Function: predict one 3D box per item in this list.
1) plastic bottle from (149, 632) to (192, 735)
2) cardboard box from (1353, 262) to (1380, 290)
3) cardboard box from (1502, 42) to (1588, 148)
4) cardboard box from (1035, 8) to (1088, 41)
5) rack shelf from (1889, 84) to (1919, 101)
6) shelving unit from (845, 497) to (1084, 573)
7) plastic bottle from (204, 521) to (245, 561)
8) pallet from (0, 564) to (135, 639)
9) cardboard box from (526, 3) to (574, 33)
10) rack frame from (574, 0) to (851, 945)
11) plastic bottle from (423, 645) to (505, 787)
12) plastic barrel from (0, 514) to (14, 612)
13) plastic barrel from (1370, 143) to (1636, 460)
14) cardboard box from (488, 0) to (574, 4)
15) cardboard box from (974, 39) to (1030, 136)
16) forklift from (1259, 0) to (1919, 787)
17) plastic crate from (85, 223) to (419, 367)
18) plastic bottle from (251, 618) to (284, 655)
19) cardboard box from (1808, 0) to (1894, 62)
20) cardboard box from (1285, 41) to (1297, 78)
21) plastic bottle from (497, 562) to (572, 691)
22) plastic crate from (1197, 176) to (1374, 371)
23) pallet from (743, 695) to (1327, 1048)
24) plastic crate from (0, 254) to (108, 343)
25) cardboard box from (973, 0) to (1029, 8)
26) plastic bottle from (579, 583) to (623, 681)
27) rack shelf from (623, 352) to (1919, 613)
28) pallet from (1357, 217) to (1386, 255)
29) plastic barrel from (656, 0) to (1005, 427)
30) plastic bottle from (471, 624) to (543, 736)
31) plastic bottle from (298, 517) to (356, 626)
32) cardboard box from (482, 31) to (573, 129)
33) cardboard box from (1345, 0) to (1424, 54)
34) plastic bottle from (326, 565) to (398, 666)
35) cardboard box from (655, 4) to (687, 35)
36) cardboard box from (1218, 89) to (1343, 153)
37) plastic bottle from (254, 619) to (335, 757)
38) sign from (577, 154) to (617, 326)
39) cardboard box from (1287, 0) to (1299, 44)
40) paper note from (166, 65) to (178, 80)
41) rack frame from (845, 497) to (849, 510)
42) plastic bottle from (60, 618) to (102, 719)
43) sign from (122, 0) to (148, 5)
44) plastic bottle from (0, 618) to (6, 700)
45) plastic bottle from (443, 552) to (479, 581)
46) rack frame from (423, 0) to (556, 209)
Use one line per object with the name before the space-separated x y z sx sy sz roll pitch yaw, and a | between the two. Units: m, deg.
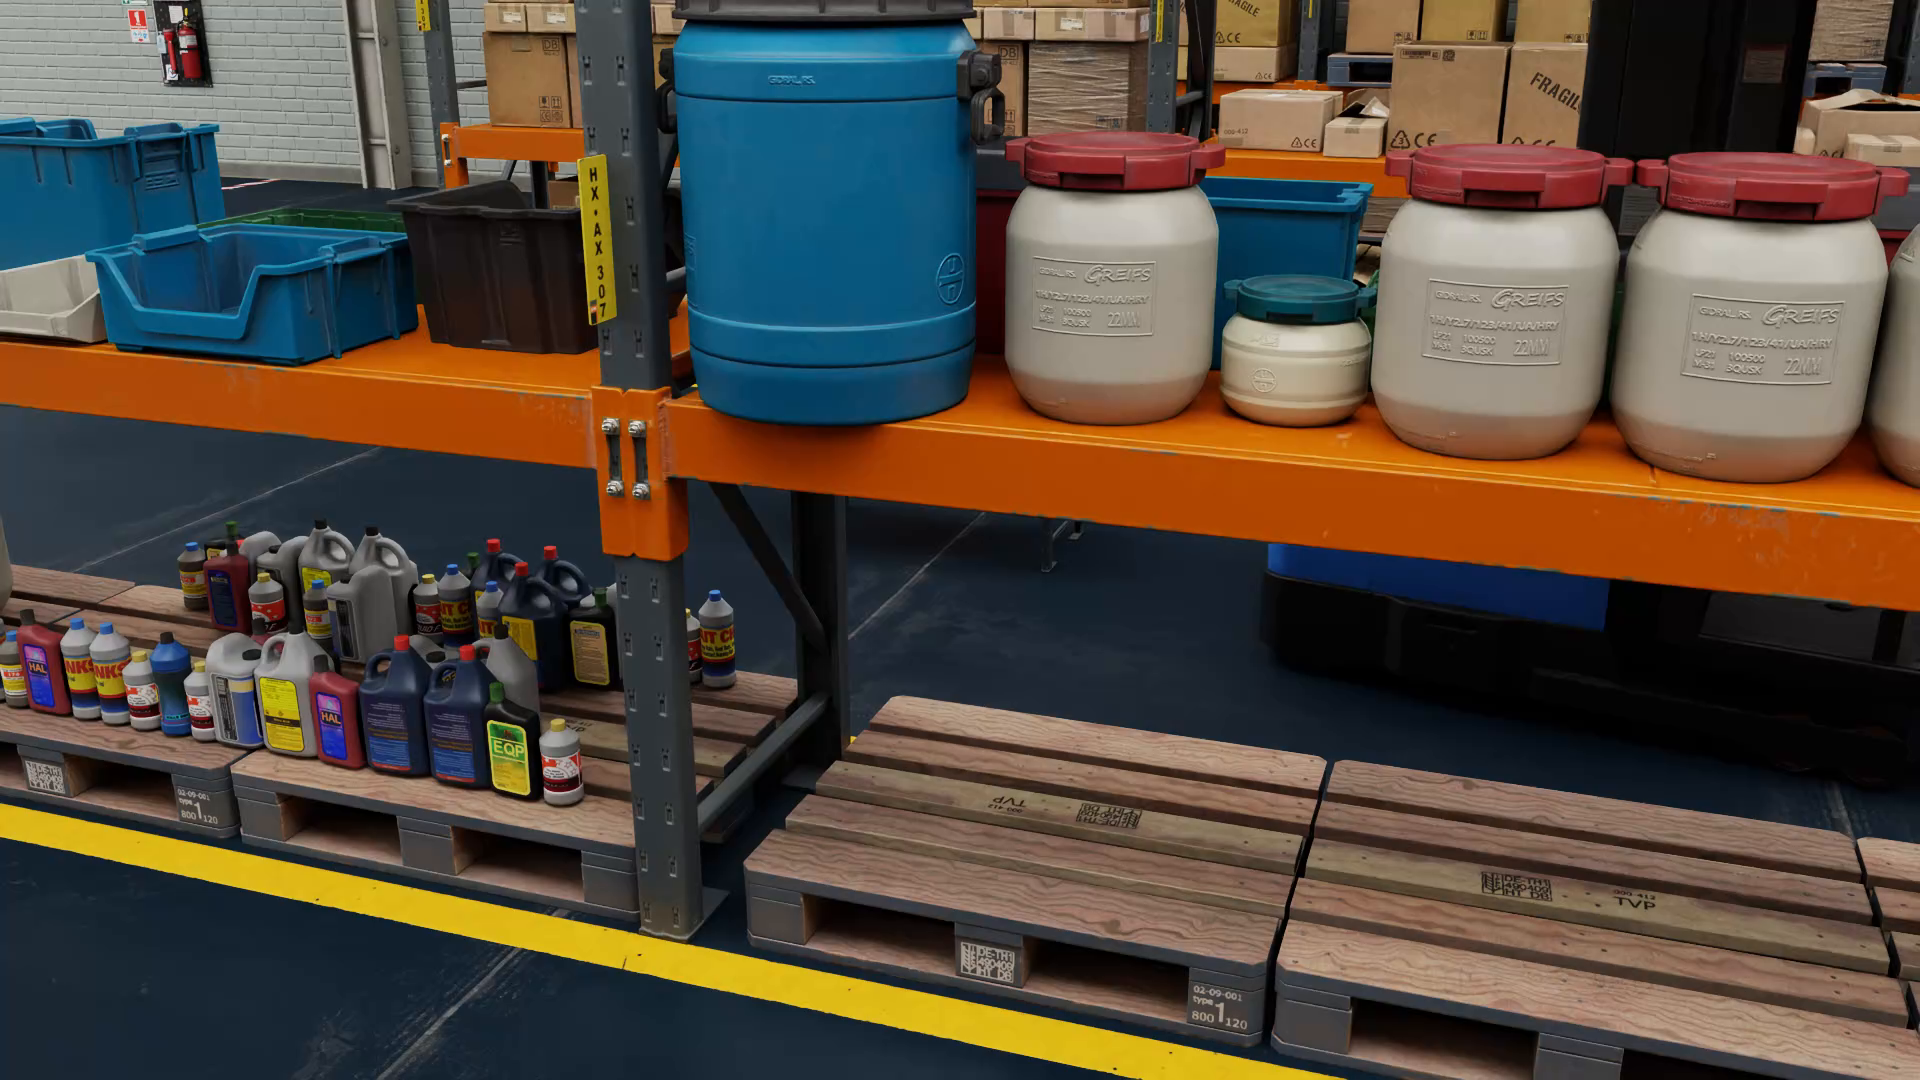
plastic bottle | -2.089 0.375 4.420 0.097 0.271 0.097 0 19 0
cardboard box | 1.878 -1.162 8.041 0.500 0.311 0.500 6 20 17
cardboard box | 2.789 -2.024 7.673 0.500 0.500 0.500 7 20 18
cardboard box | 0.539 -2.519 8.109 0.250 0.149 0.380 6 20 17
rack shelf | 8.388 -2.728 10.939 4.000 0.370 1.077 7 20 18
shelving unit | -0.081 -0.717 6.356 1.048 1.500 0.538 7 20 18
plastic bottle | -2.314 0.076 5.259 0.133 0.283 0.061 7 20 19
pallet | -3.456 0.332 5.304 1.213 0.211 1.003 7 20 18
cardboard box | -2.130 -2.824 8.984 0.250 0.149 0.380 6 20 17
rack frame | -0.530 -0.636 3.843 0.127 3.000 1.000 7 20 18
plastic bottle | -1.233 0.427 4.149 0.185 0.351 0.144 6 20 17
plastic barrel | -3.189 0.010 5.132 0.421 0.512 0.421 0 19 0
plastic barrel | 0.994 -0.449 3.101 0.433 0.535 0.433 0 19 0
cardboard box | -2.193 -3.207 9.097 0.500 0.500 0.700 7 20 18
cardboard box | 0.177 -2.324 8.533 0.500 0.500 0.700 6 20 17
forklift | 2.523 -0.899 4.702 3.031 2.935 1.130 10 22 27
plastic crate | -1.665 -0.601 3.968 0.616 0.251 0.499 7 20 18
plastic bottle | -1.838 0.352 4.469 0.133 0.283 0.061 7 20 18
cardboard box | 6.052 -3.587 11.488 0.500 0.500 0.700 4 20 12
cardboard box | 2.347 -3.772 13.038 0.500 0.250 0.500 7 20 19
plastic bottle | -1.204 0.236 4.698 0.185 0.351 0.144 7 20 18
plastic crate | 0.614 -0.606 3.781 0.575 0.384 0.392 7 20 18
pallet | 0.224 0.754 4.093 1.213 0.211 1.003 7 20 18
plastic crate | -2.147 -0.608 4.164 0.437 0.136 0.530 7 20 18
cardboard box | 0.200 -2.936 8.318 0.500 0.500 0.700 6 20 18
plastic bottle | -1.002 0.245 4.785 0.135 0.276 0.152 7 21 20
rack shelf | 1.359 -0.080 3.342 4.000 0.370 1.077 7 20 18
pallet | 3.457 -2.316 12.899 1.213 0.211 1.003 7 20 18
plastic barrel | -0.265 -0.737 3.371 0.708 0.901 0.600 7 20 18
plastic bottle | -1.186 0.382 4.278 0.185 0.351 0.144 7 20 18
plastic bottle | -1.912 0.105 5.075 0.185 0.351 0.144 7 21 20
cardboard box | -2.243 -2.600 9.327 0.500 0.500 0.700 7 20 18
cardboard box | 3.190 -3.906 12.403 0.500 0.500 0.700 7 20 18
plastic bottle | -1.761 0.209 4.890 0.135 0.276 0.152 7 20 18
cardboard box | -1.404 -2.741 8.744 0.250 0.149 0.380 6 20 16
cardboard box | 1.578 -2.065 8.171 0.500 0.250 0.500 8 21 21
plastic bottle | -1.720 0.372 4.309 0.185 0.351 0.144 6 20 18
sign | -0.721 -0.597 3.310 0.005 0.325 0.100 7 20 18
cardboard box | 2.345 -4.125 12.910 0.500 0.500 0.500 6 20 17
paper note | -8.247 -4.893 17.395 0.142 0.148 0.016 7 20 18
rack frame | -0.561 -0.772 6.513 0.032 1.500 0.500 7 20 18
plastic bottle | -2.375 0.342 4.513 0.097 0.271 0.097 0 19 0
sign | -8.589 -5.624 17.294 0.331 0.109 0.001 7 20 18
plastic bottle | -2.699 0.305 4.620 0.097 0.271 0.097 0 19 0
plastic bottle | -1.477 0.172 4.985 0.133 0.283 0.061 7 21 20
rack frame | -2.680 -2.608 9.500 0.127 3.000 1.000 7 20 18
